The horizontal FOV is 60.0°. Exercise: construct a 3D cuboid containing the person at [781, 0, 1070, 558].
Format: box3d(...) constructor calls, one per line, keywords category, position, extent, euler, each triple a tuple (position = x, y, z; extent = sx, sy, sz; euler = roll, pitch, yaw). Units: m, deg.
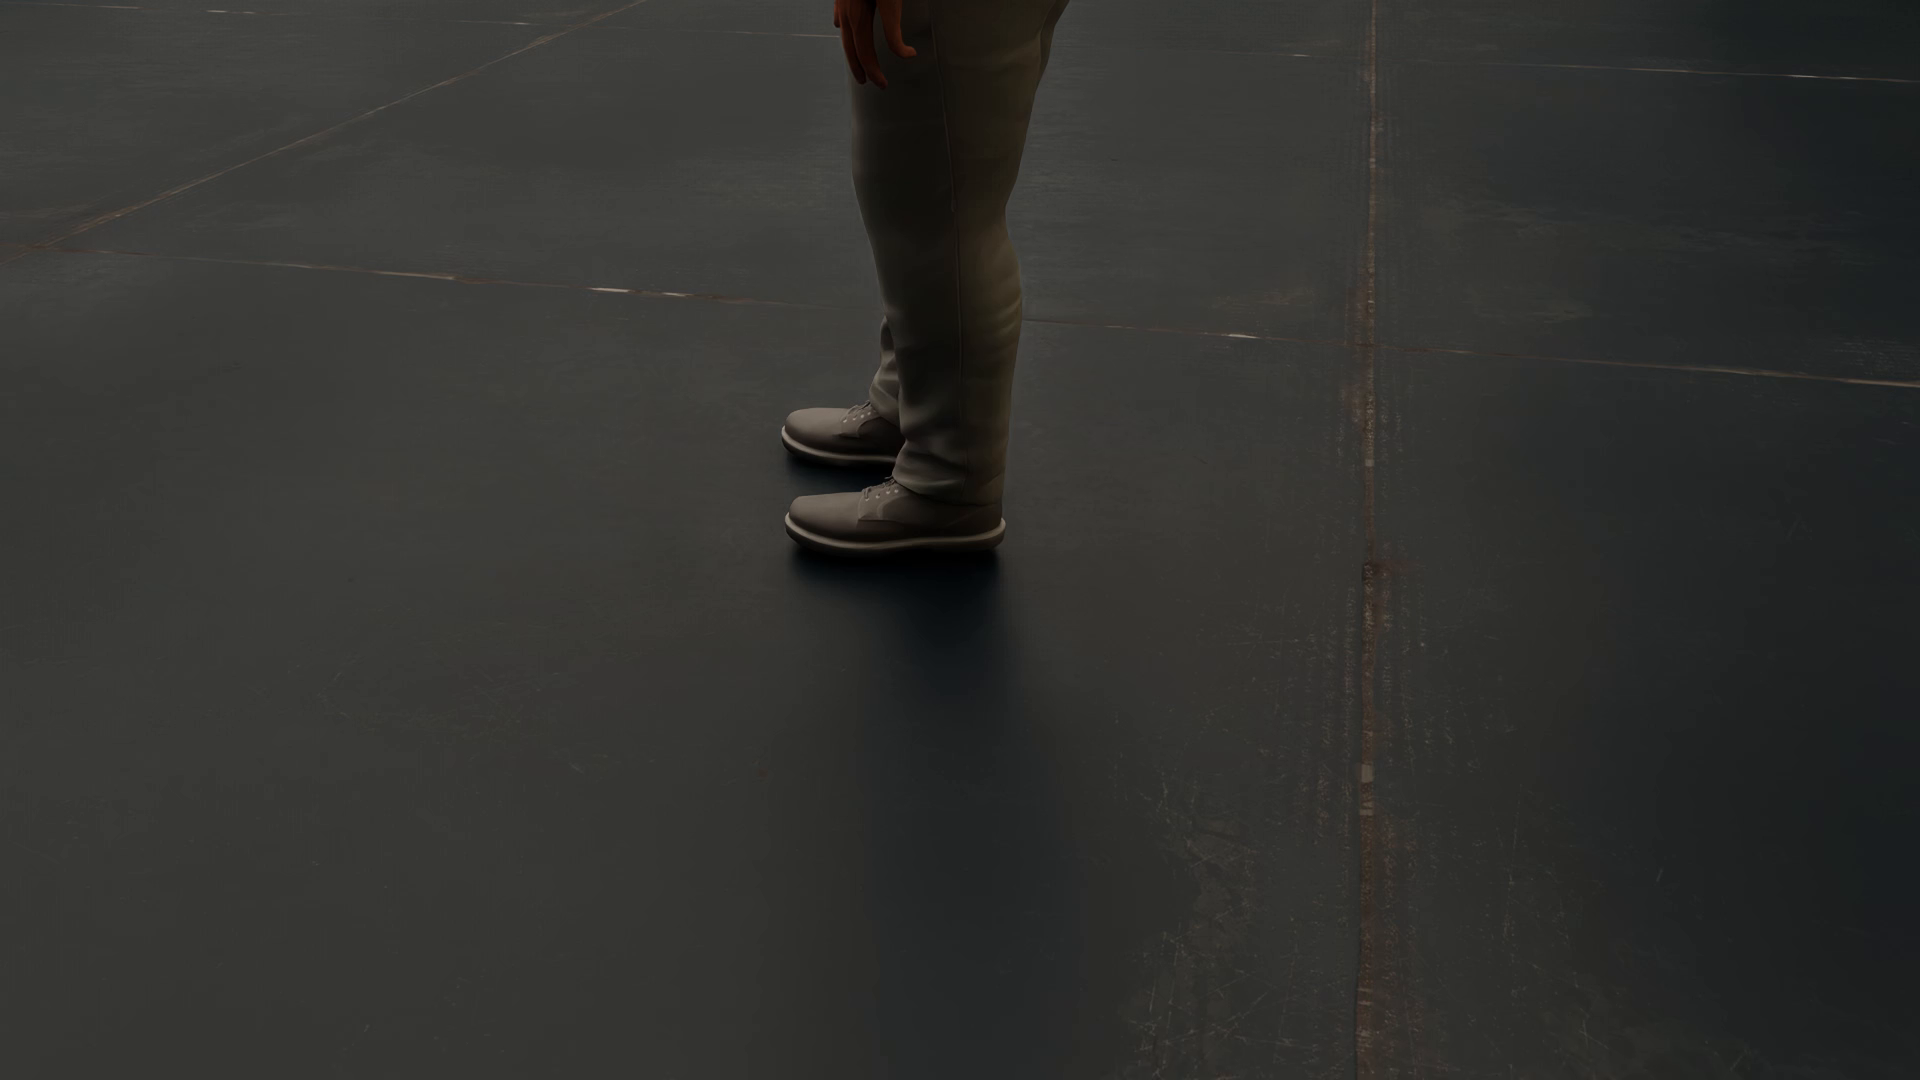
box3d(category="person", position=(-0.073, -0.815, 2.121), extent=(0.575, 1.781, 0.640), euler=(6, 27, 11))
